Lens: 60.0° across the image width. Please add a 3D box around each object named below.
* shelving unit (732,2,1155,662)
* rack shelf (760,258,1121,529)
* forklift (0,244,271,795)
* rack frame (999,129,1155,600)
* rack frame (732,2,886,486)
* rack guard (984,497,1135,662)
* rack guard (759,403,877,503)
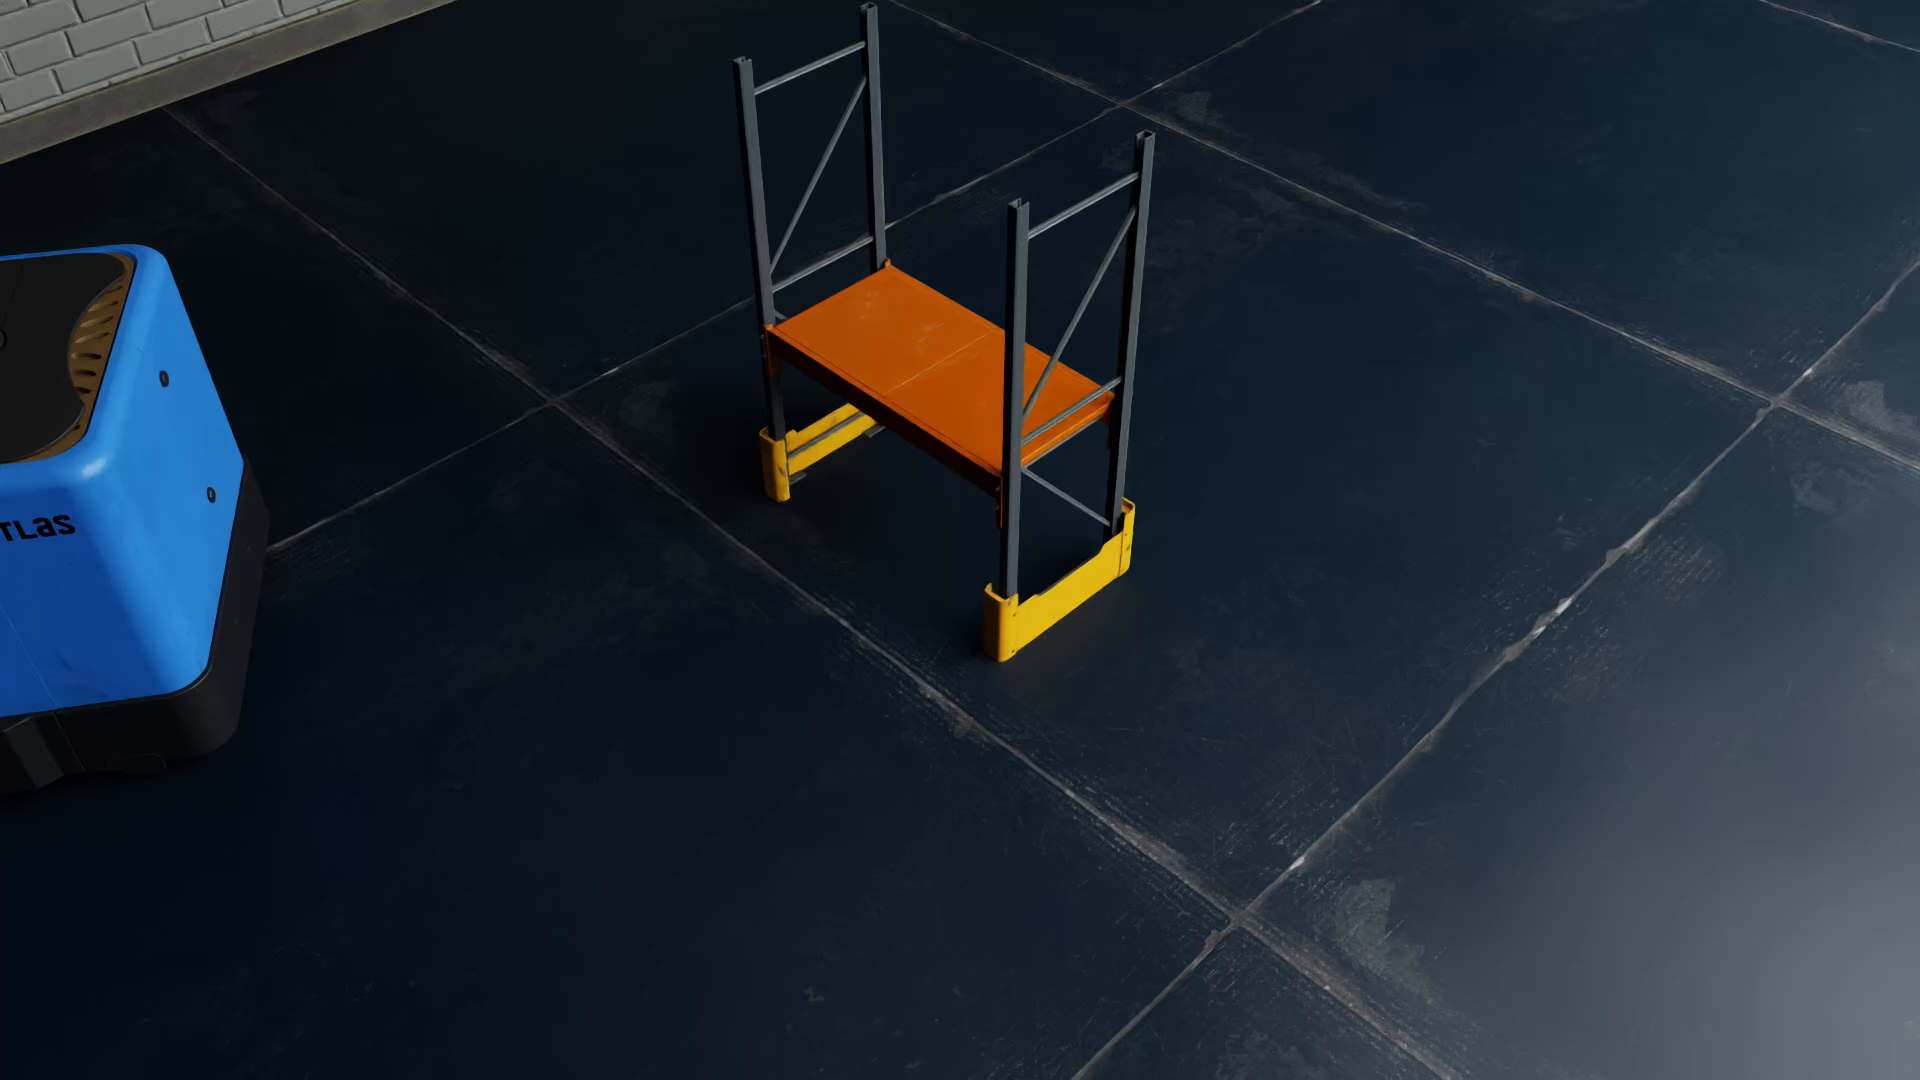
[{"bbox_3d":[-0.054,-0.587,4.781,0.587,1.500,1.083,-34,53,-31],"label":"shelving unit"},{"bbox_3d":[-0.060,-0.460,4.907,0.538,0.185,1.000,-34,53,-31],"label":"rack shelf"},{"bbox_3d":[-3.561,-0.598,3.738,3.031,2.935,1.130,-8,43,-8],"label":"forklift"},{"bbox_3d":[0.299,-0.348,4.521,0.500,1.500,0.032,-34,53,-31],"label":"rack frame"},{"bbox_3d":[-0.419,-0.836,5.050,0.500,1.500,0.032,-34,53,-31],"label":"rack frame"},{"bbox_3d":[0.298,0.111,4.946,0.587,0.250,0.087,-34,53,-31],"label":"rack guard"},{"bbox_3d":[-0.406,-0.368,5.464,0.587,0.250,0.087,-34,53,-31],"label":"rack guard"}]
